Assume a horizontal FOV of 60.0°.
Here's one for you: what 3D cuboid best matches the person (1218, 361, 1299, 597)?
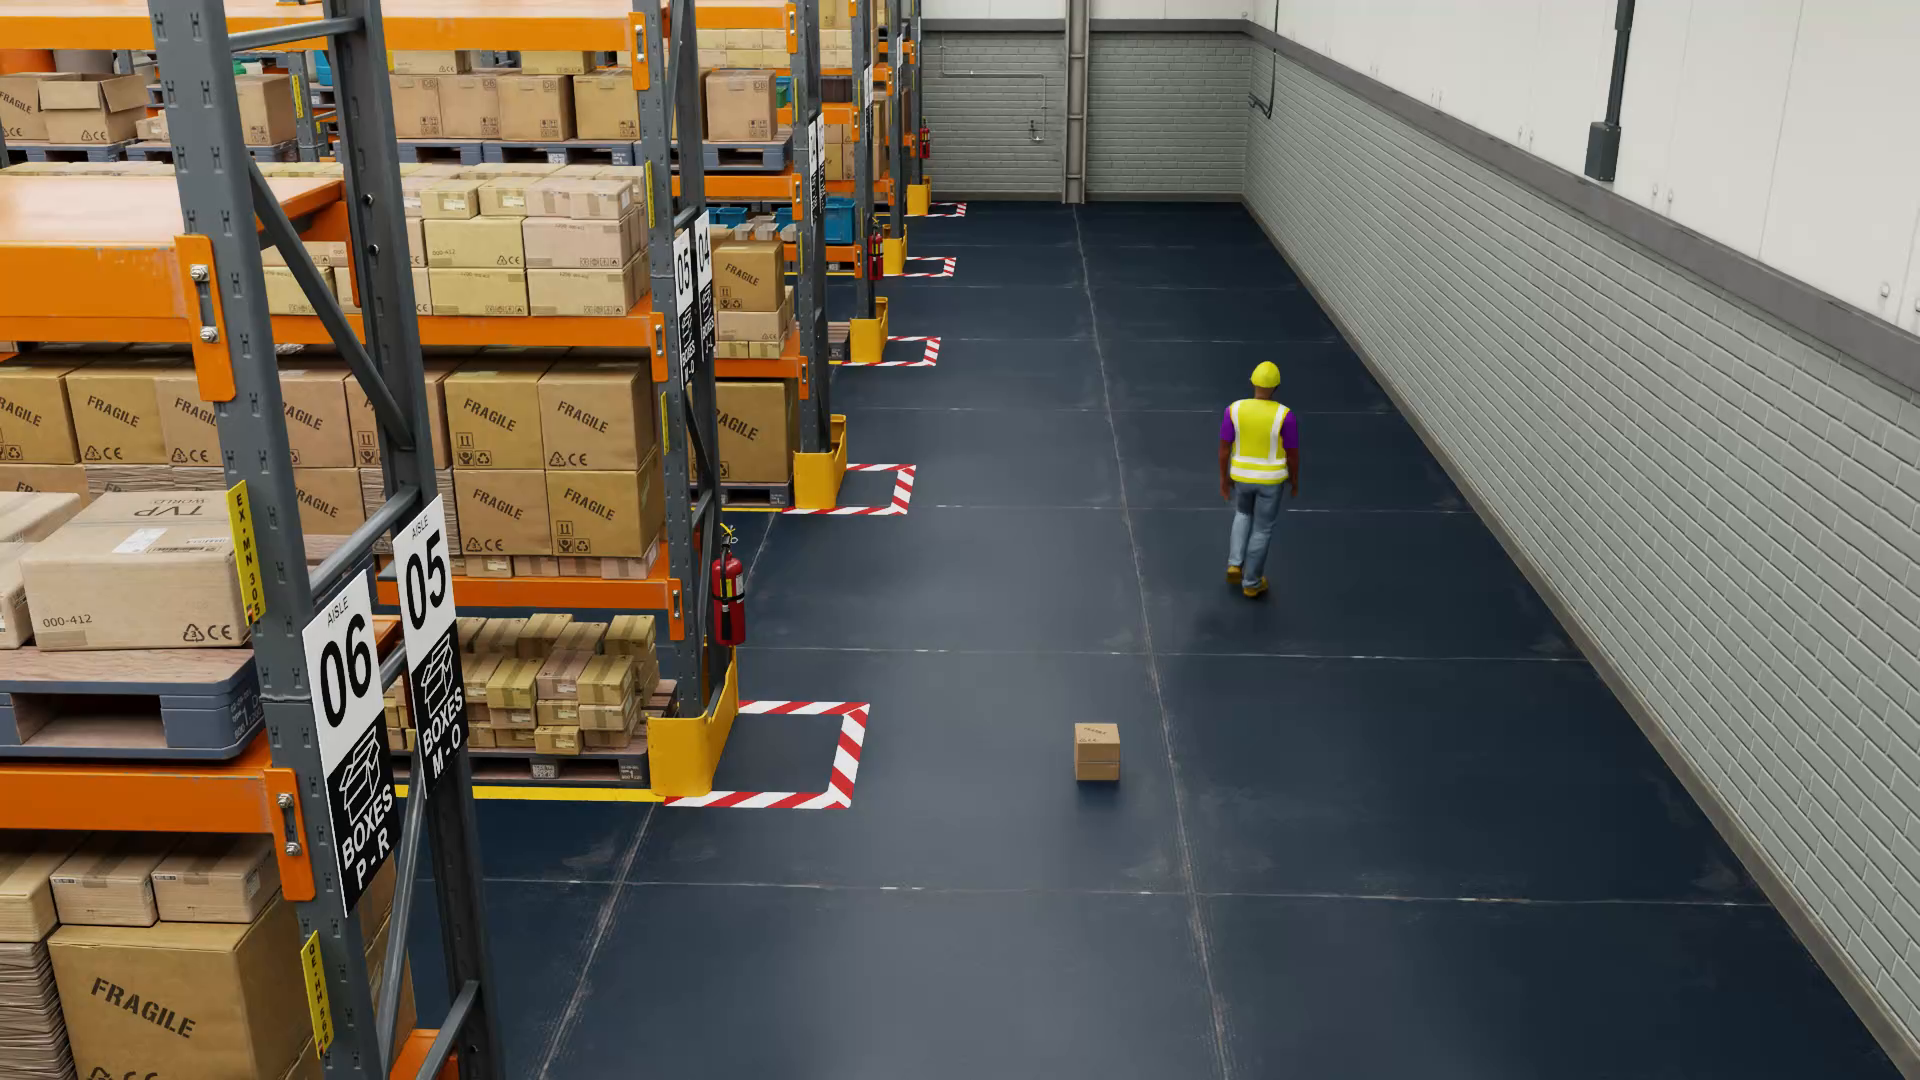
[{"bbox_3d":[2.211,-0.448,12.219,0.566,1.799,0.468,11,23,28],"label":"person"}]
